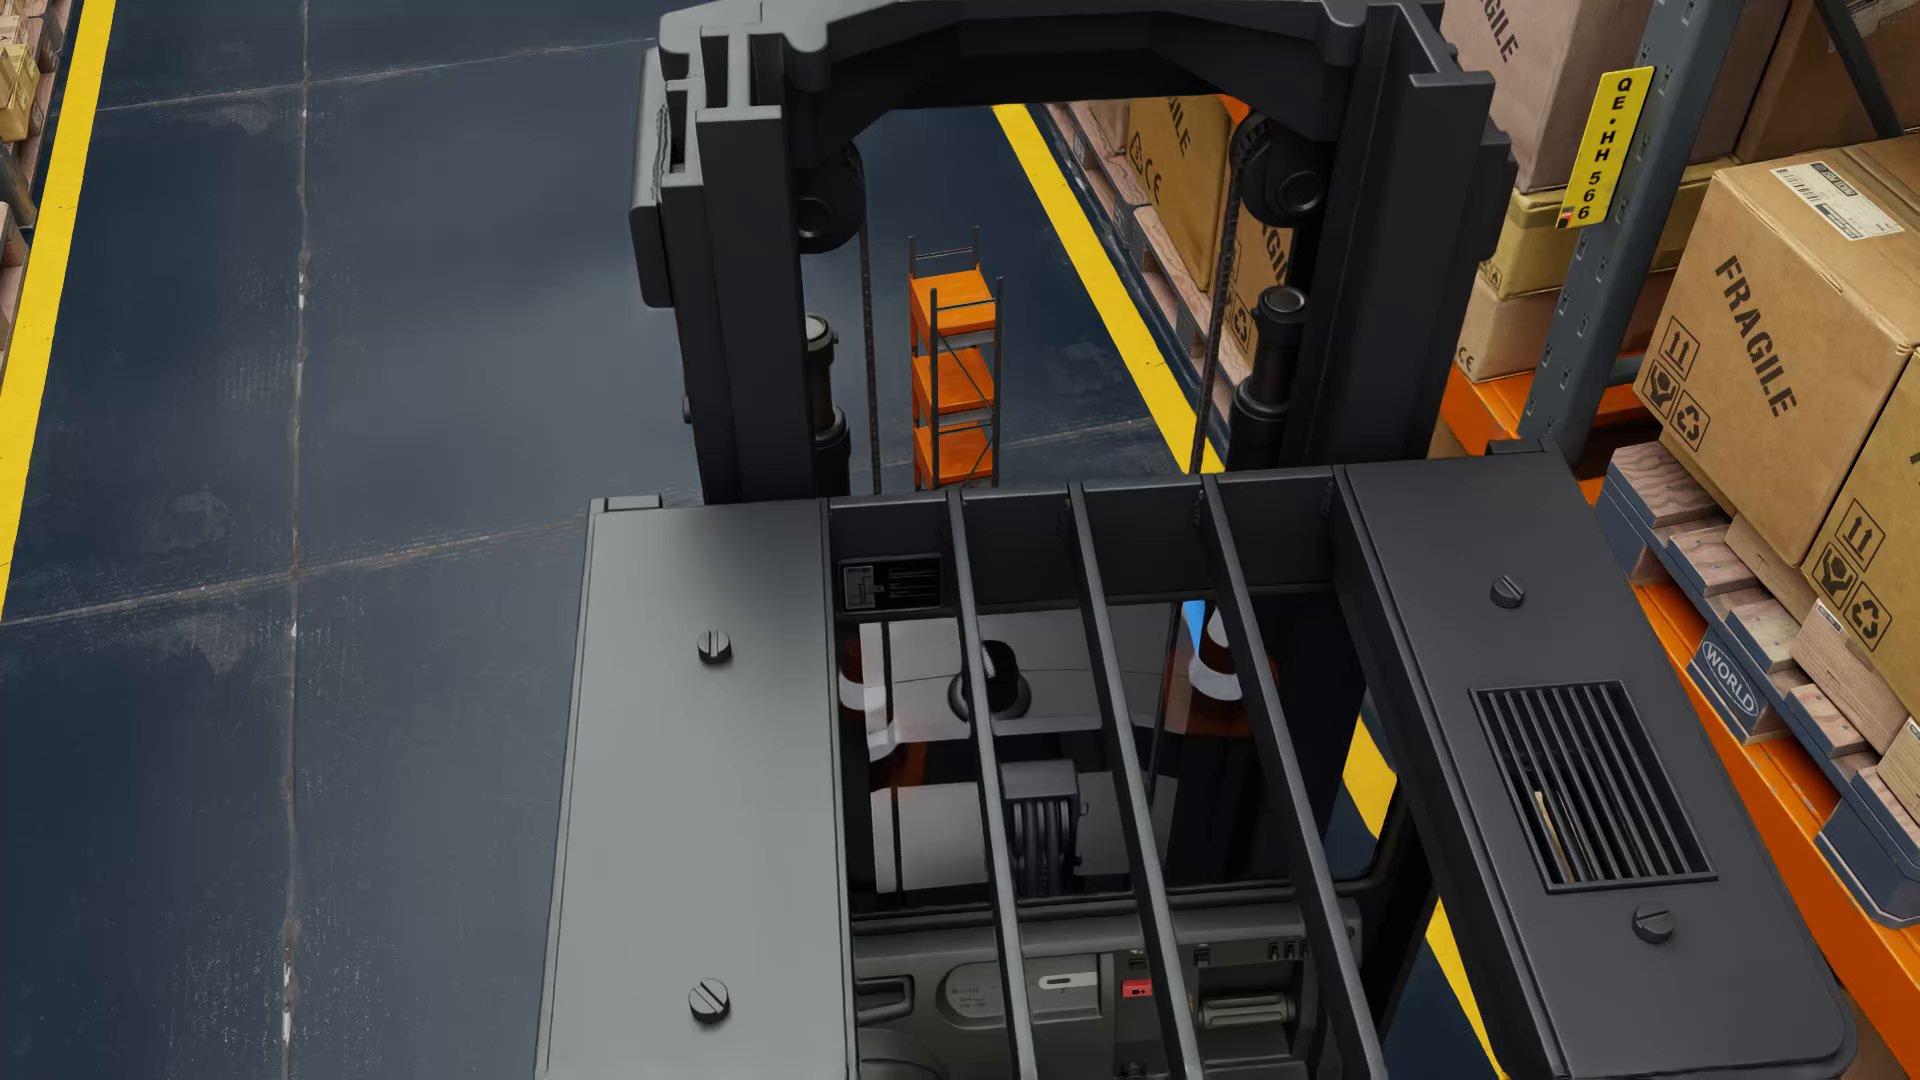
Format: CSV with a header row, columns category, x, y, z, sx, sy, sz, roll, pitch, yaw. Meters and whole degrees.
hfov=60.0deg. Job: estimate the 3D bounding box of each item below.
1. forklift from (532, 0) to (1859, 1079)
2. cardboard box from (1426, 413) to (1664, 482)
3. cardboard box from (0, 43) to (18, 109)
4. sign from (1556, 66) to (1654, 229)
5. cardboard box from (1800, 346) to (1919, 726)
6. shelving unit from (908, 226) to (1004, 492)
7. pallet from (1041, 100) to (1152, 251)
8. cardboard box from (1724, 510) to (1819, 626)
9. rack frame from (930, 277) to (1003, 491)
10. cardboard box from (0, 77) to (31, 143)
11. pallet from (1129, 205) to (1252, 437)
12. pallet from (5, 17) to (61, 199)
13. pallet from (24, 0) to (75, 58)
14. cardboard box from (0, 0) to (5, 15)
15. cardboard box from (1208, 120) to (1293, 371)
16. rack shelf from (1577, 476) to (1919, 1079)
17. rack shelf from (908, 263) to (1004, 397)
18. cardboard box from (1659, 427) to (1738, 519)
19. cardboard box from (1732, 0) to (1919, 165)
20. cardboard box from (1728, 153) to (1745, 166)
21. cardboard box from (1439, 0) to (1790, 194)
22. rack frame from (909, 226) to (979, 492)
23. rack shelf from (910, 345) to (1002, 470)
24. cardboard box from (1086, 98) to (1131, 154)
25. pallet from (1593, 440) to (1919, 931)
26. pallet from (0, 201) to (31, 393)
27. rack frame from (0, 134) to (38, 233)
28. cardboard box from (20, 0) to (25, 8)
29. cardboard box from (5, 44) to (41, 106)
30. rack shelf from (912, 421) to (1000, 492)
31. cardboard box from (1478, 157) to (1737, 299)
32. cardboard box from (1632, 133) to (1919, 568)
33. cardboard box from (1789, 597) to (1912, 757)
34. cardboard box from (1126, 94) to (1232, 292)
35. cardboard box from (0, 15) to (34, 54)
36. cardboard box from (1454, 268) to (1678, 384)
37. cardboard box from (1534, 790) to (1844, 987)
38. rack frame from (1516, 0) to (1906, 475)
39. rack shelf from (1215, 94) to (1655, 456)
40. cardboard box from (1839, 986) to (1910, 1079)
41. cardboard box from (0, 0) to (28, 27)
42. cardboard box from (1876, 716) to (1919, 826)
category,x,y,z,sx,sy,sz,roll,pitch,yaw
forklift,0.163,0.855,2.360,1.130,2.935,3.031,-4,46,-4
cardboard box,1.613,-0.305,4.642,0.875,0.875,0.875,-11,47,-11
cardboard box,-3.857,-1.758,6.367,0.380,0.149,0.250,-9,46,-8
sign,1.174,-0.711,3.036,0.100,0.325,0.005,-11,47,-10
cardboard box,1.742,0.016,2.562,0.500,0.500,0.500,-9,46,-8
shelving unit,-0.014,-0.404,4.911,0.215,1.050,0.252,-11,47,-10
pallet,0.956,-1.676,6.745,1.003,0.211,1.213,-11,47,-10
cardboard box,1.653,-0.009,3.040,0.380,0.149,0.250,-13,47,-13
rack frame,0.018,-0.320,4.829,0.200,1.050,0.008,-11,47,-10
cardboard box,-3.856,-1.655,6.474,0.380,0.149,0.250,-13,47,-12
pallet,1.272,-0.832,5.918,1.003,0.211,1.213,-11,47,-10
pallet,-4.280,-1.677,6.746,1.003,0.211,1.213,-11,47,-10
pallet,-4.595,-2.521,7.573,1.003,0.211,1.213,-11,47,-10
cardboard box,-4.172,-2.265,6.863,0.380,0.149,0.250,-13,47,-12
cardboard box,1.389,-0.921,5.246,0.875,0.875,0.875,-10,46,-10
rack shelf,2.222,1.223,2.455,1.077,0.370,4.000,-11,47,-10
rack shelf,-0.014,-0.596,4.716,0.215,0.259,0.240,-11,47,-10
cardboard box,1.613,-0.210,3.237,0.380,0.149,0.250,-13,47,-13
cardboard box,1.820,-1.179,3.536,0.500,0.500,0.500,-12,47,-12
cardboard box,1.819,-0.927,3.813,0.500,0.250,0.500,-11,47,-11
cardboard box,1.325,-1.103,3.461,0.500,0.500,0.500,-12,47,-11
rack frame,-0.045,-0.489,4.994,0.200,1.050,0.008,-11,47,-10
rack shelf,-0.014,-0.397,4.919,0.215,0.259,0.240,-11,47,-10
cardboard box,0.922,-2.161,6.461,0.875,0.875,0.875,-9,46,-9
pallet,1.995,0.130,3.156,1.213,0.211,1.003,-11,47,-10
pallet,-3.873,-0.683,5.771,1.003,0.211,1.213,-11,47,-10
rack frame,-4.073,-2.196,5.302,1.000,3.000,0.127,-11,47,-10
cardboard box,-4.254,-2.347,7.152,0.380,0.149,0.250,-13,47,-12
cardboard box,-3.924,-1.839,6.654,0.380,0.149,0.250,-9,46,-9
rack shelf,-0.014,-0.202,5.117,0.215,0.259,0.240,-11,47,-10
cardboard box,1.340,-0.820,3.708,0.500,0.250,0.500,-11,47,-10
cardboard box,1.601,-0.342,2.913,0.500,0.500,0.500,-12,47,-11
cardboard box,1.679,0.189,2.847,0.380,0.149,0.250,-14,47,-13
cardboard box,1.161,-1.539,5.851,0.875,0.875,0.875,-9,46,-9
cardboard box,-4.038,-2.001,6.813,0.380,0.149,0.250,-11,47,-11
cardboard box,1.329,-0.658,3.900,0.500,0.250,0.500,-12,47,-12
cardboard box,1.845,0.755,3.955,0.950,0.372,0.625,-14,47,-13
rack frame,1.710,-0.409,3.551,1.000,3.000,0.127,-11,47,-10
rack shelf,1.198,-1.538,5.161,1.077,0.370,4.000,-11,47,-10
cardboard box,2.041,1.263,3.457,0.950,0.372,0.625,-12,47,-11
cardboard box,-4.151,-2.167,6.976,0.380,0.149,0.250,-12,47,-11
cardboard box,1.729,0.382,2.657,0.380,0.149,0.250,-10,47,-10
